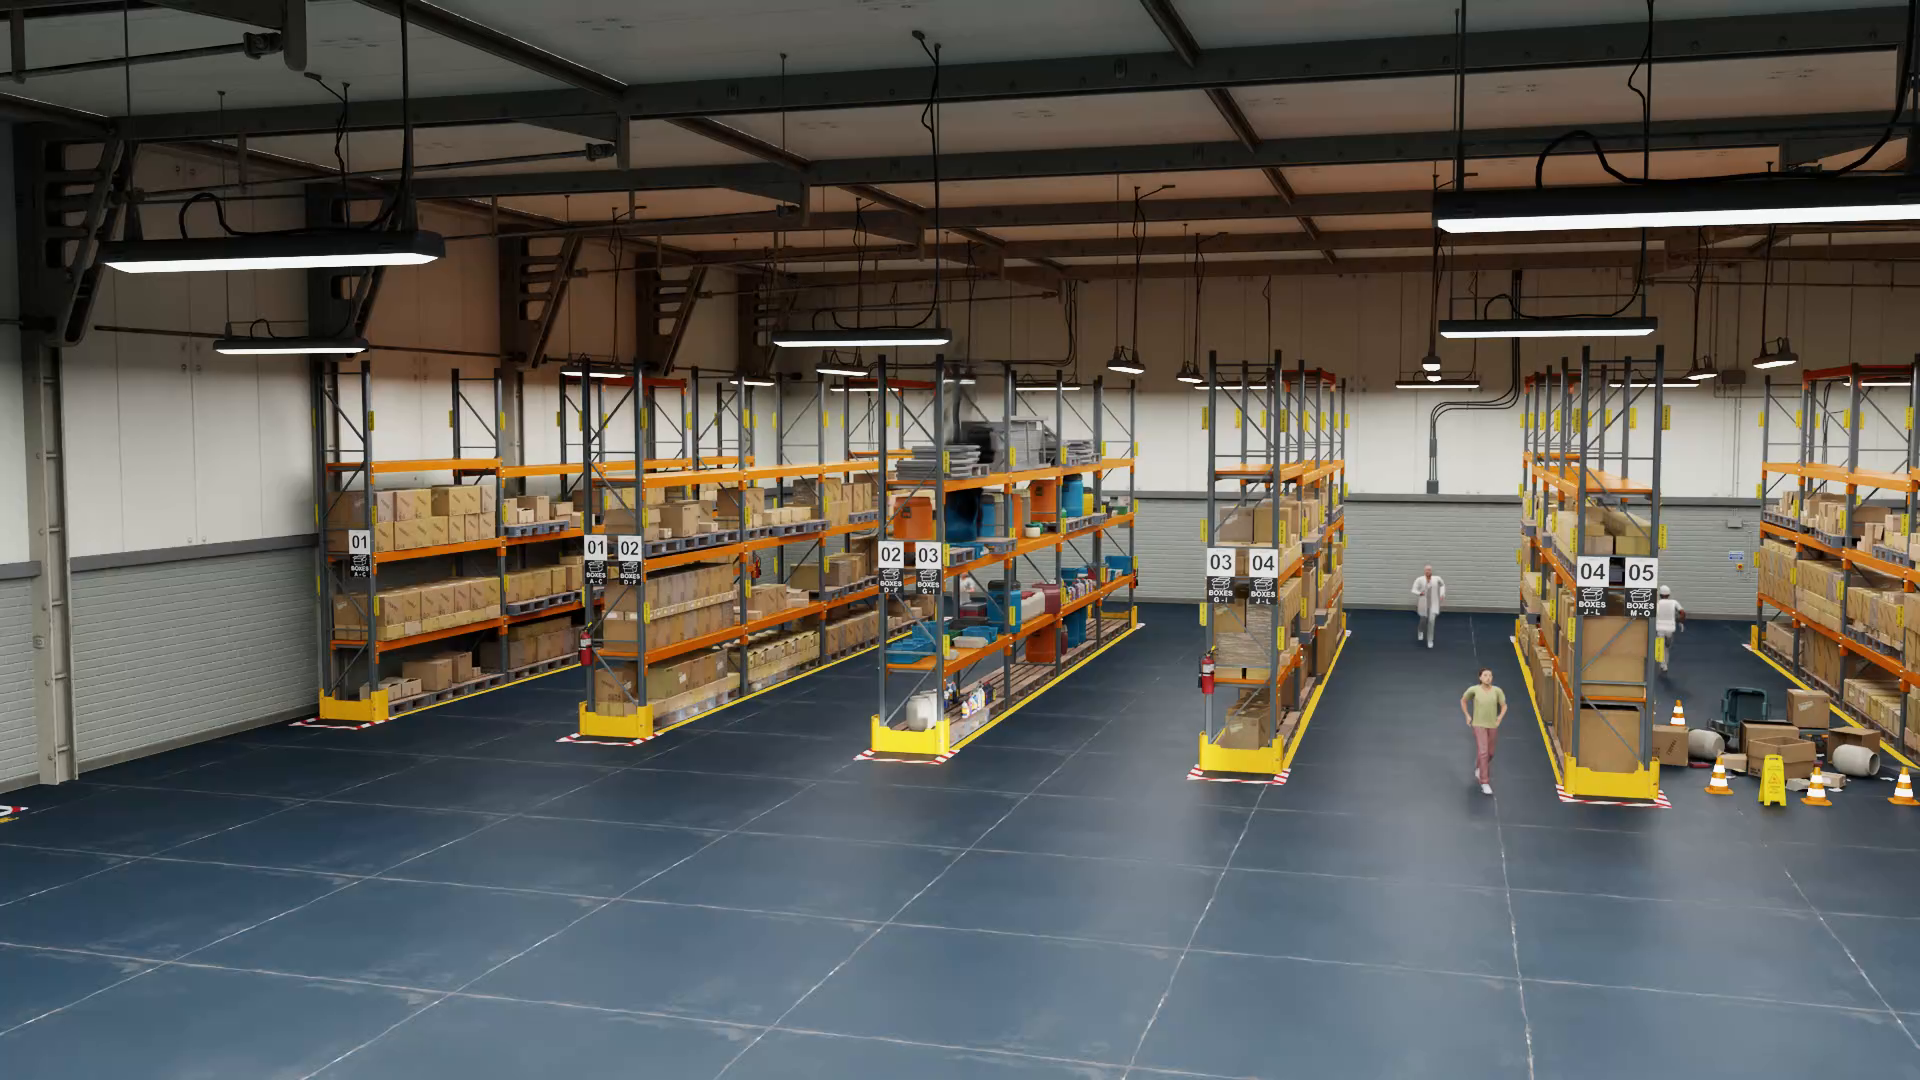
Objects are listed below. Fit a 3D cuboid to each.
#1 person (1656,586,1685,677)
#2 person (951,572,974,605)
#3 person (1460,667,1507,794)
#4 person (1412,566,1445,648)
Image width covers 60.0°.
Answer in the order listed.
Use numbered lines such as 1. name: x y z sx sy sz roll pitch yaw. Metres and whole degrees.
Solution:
1. person: 13.637 1.774 32.225 0.679 1.782 0.992 1 4 10
2. person: 0.058 1.446 37.821 0.553 1.680 0.922 0 4 6
3. person: 7.148 2.552 22.702 0.586 1.673 0.862 0 4 2
4. person: 10.457 1.460 37.133 0.718 1.799 1.059 1 4 15
